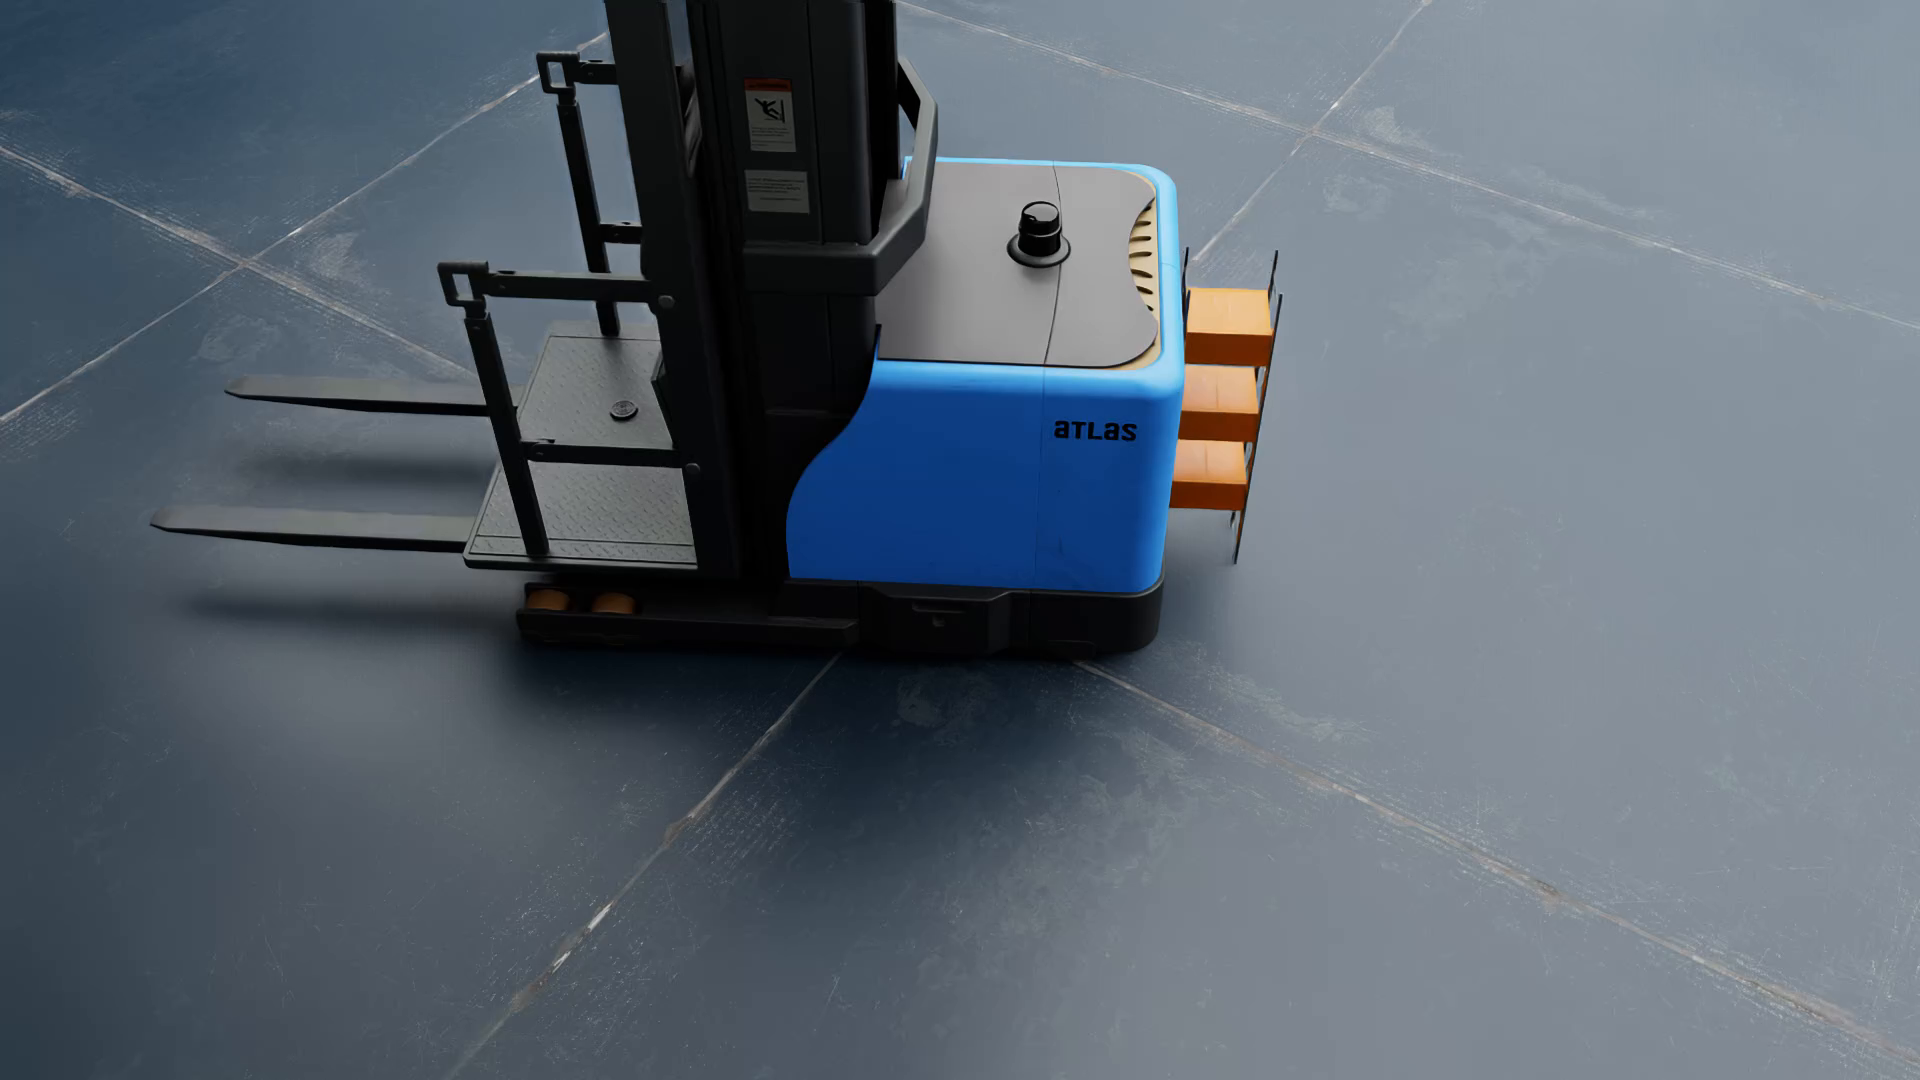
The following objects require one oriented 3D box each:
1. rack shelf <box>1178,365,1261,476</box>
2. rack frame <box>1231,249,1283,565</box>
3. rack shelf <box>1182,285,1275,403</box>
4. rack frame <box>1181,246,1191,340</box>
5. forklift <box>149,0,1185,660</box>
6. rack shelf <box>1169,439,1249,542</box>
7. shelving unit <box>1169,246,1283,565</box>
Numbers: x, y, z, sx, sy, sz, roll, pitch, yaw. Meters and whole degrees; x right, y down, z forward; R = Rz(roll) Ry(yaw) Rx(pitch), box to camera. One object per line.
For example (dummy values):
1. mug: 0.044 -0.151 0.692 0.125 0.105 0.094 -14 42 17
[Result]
1. rack shelf: 0.741 -0.358 4.881 0.240 0.259 0.215 3 46 3
2. rack frame: 0.863 -0.360 4.868 0.008 1.050 0.200 3 46 3
3. rack shelf: 0.741 -0.556 4.677 0.240 0.259 0.215 3 46 3
4. rack frame: 0.619 -0.371 4.878 0.008 1.050 0.200 3 46 3
5. forklift: -0.902 -1.084 4.259 3.031 2.935 1.130 3 46 3
6. rack shelf: 0.741 -0.164 5.080 0.240 0.259 0.215 3 46 3
7. shelving unit: 0.741 -0.365 4.873 0.252 1.050 0.215 3 46 3
